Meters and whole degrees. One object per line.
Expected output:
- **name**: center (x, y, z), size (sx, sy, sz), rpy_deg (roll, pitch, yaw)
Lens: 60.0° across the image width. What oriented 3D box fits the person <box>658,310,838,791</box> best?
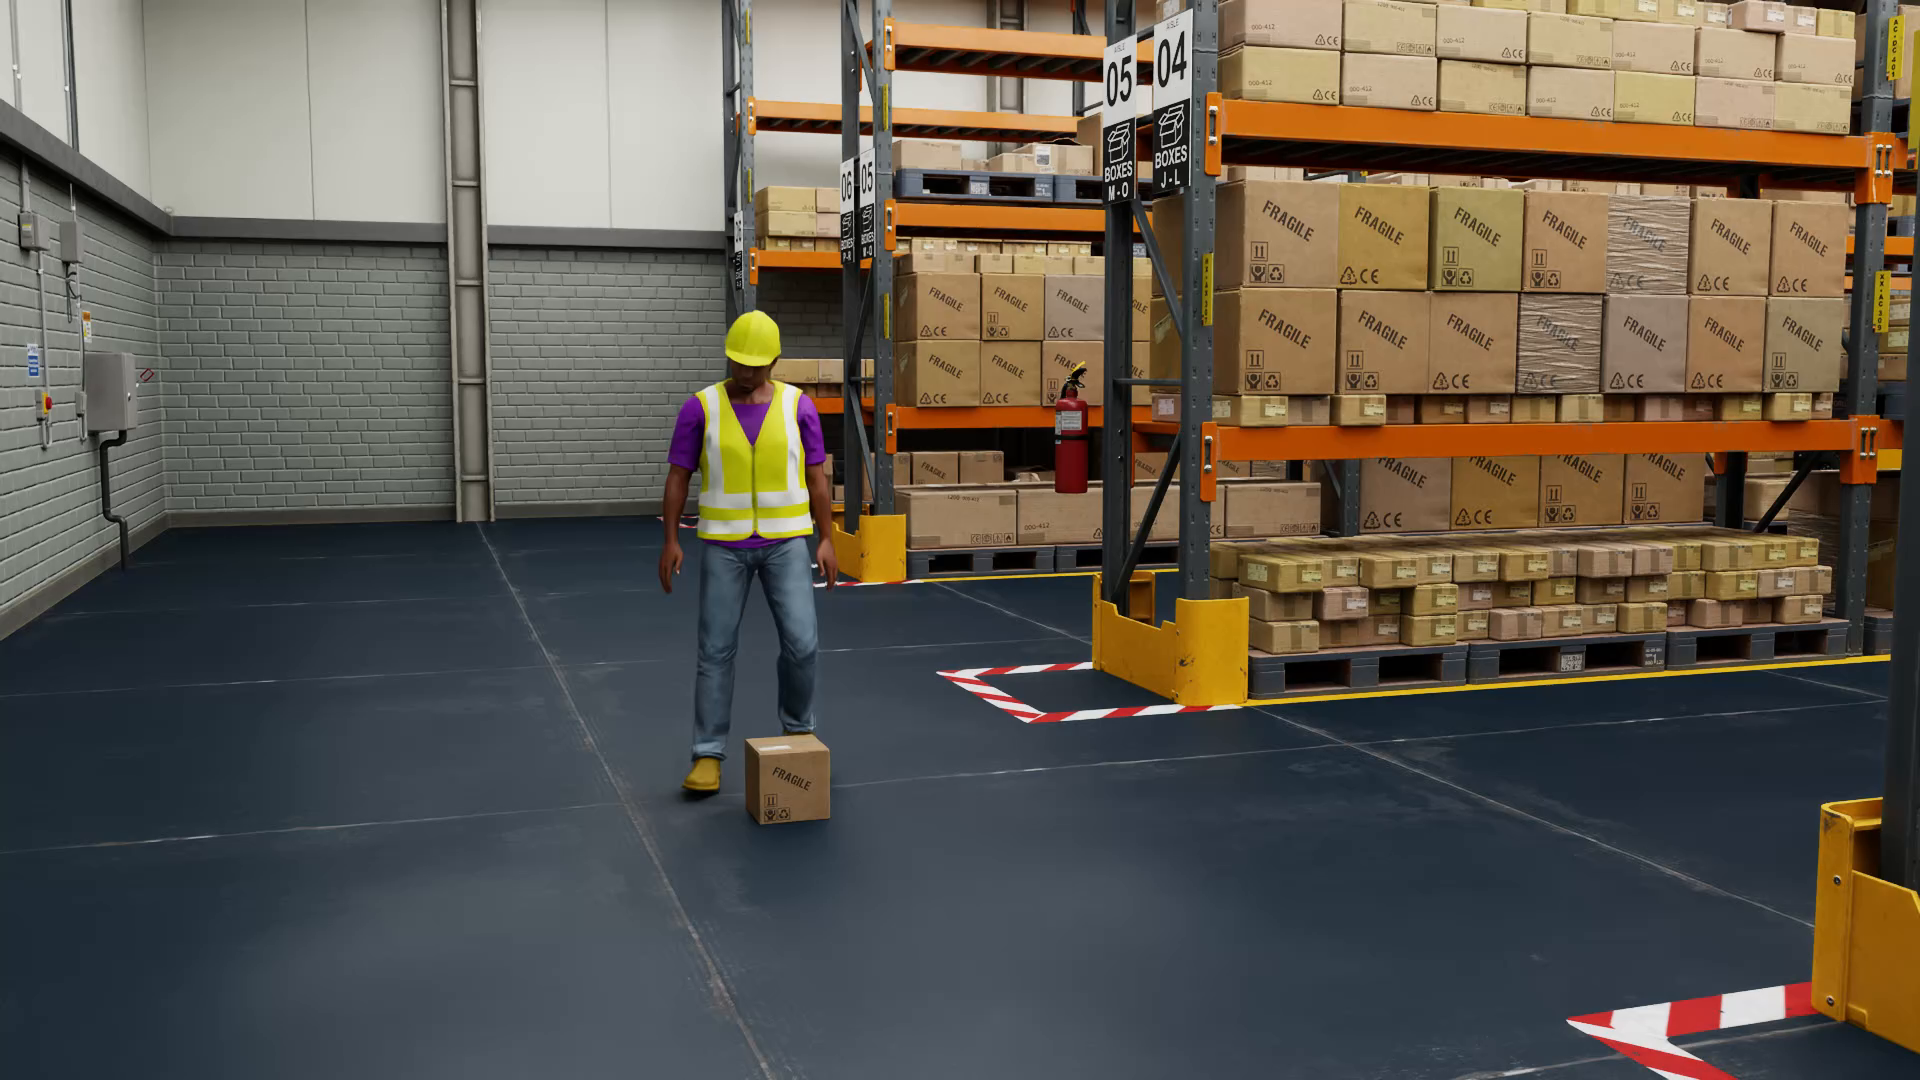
- **person**: center (-0.788, 0.030, 6.231), size (0.676, 1.764, 0.488), rpy_deg (-1, 6, -9)
